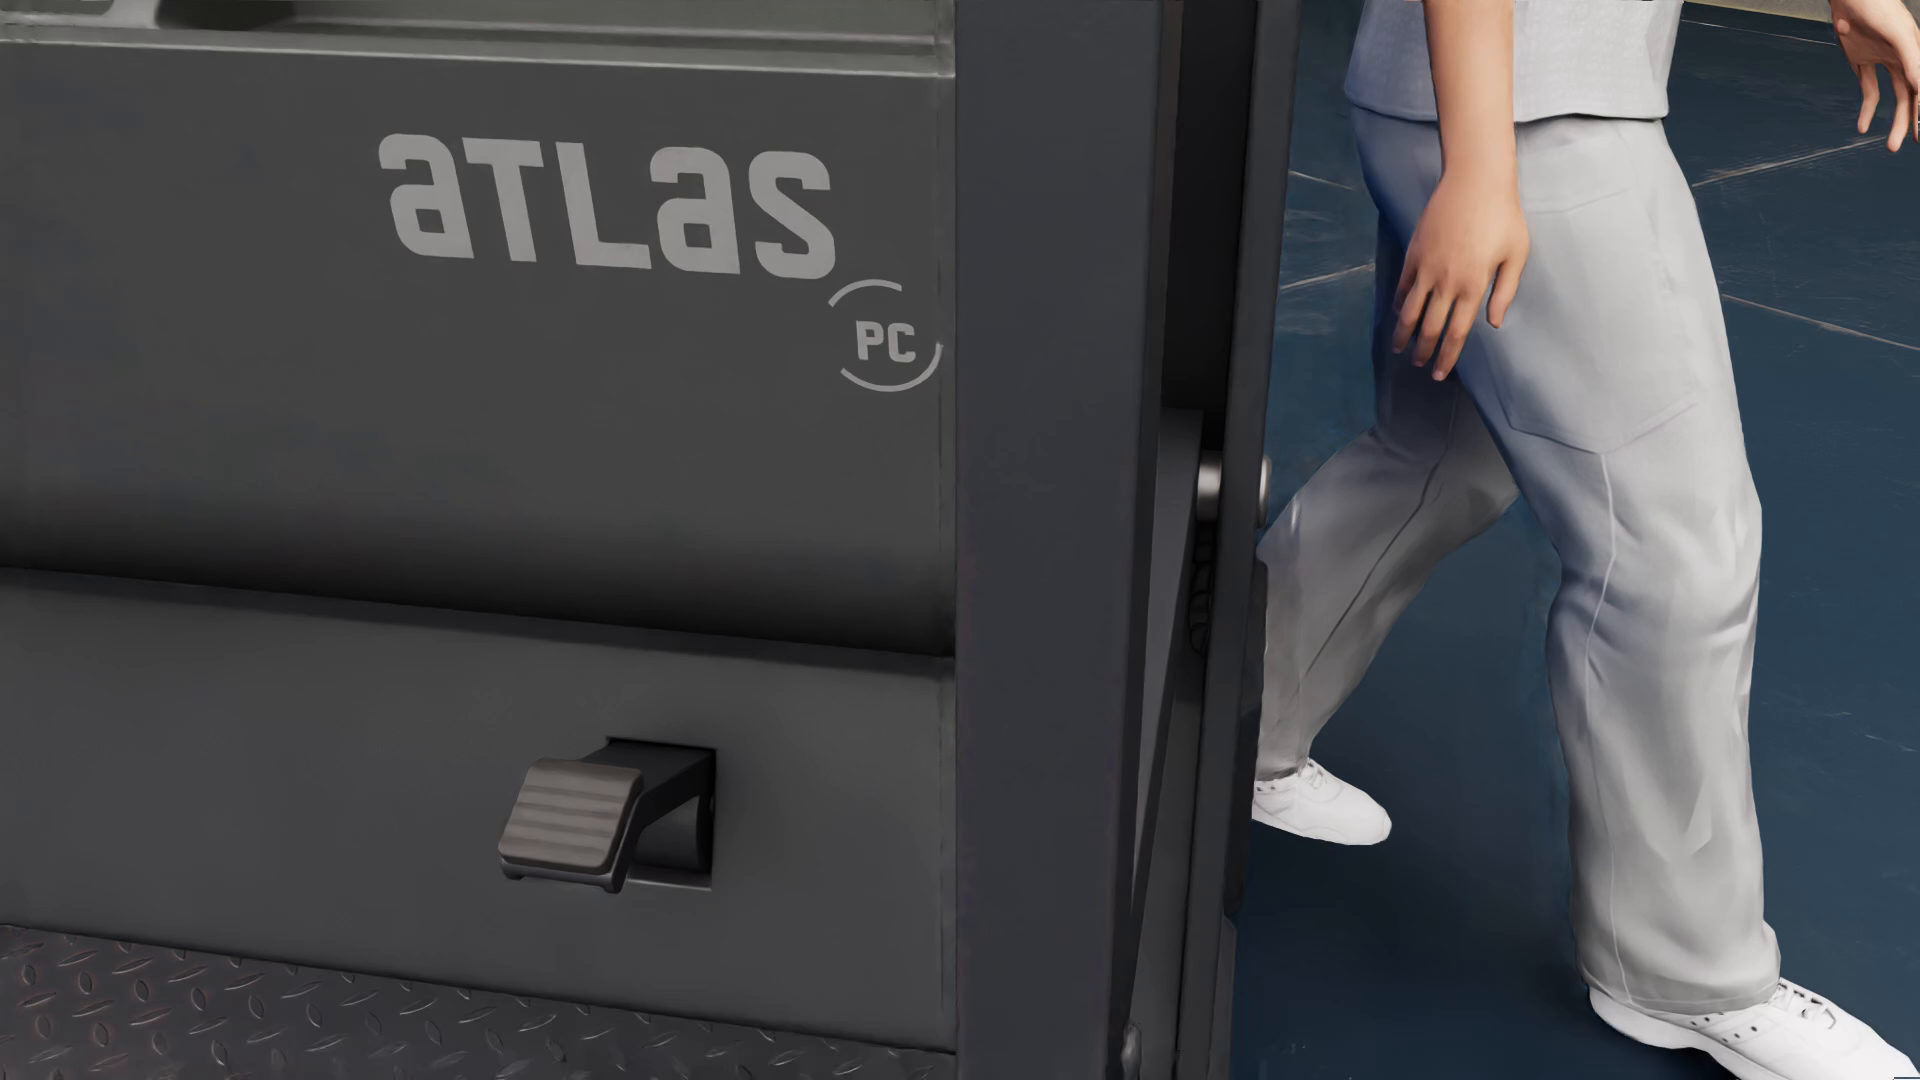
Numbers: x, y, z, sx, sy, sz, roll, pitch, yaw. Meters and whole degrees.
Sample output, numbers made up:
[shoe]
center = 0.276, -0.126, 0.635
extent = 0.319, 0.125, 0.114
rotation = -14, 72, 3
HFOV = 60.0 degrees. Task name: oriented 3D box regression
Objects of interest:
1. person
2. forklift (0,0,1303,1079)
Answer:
[person]
center = 0.519, -0.326, 1.362
extent = 0.784, 1.643, 0.626
rotation = 9, 28, 17
[forklift]
center = -0.417, -0.606, 0.440
extent = 1.130, 2.935, 3.031
rotation = 5, 27, 10
